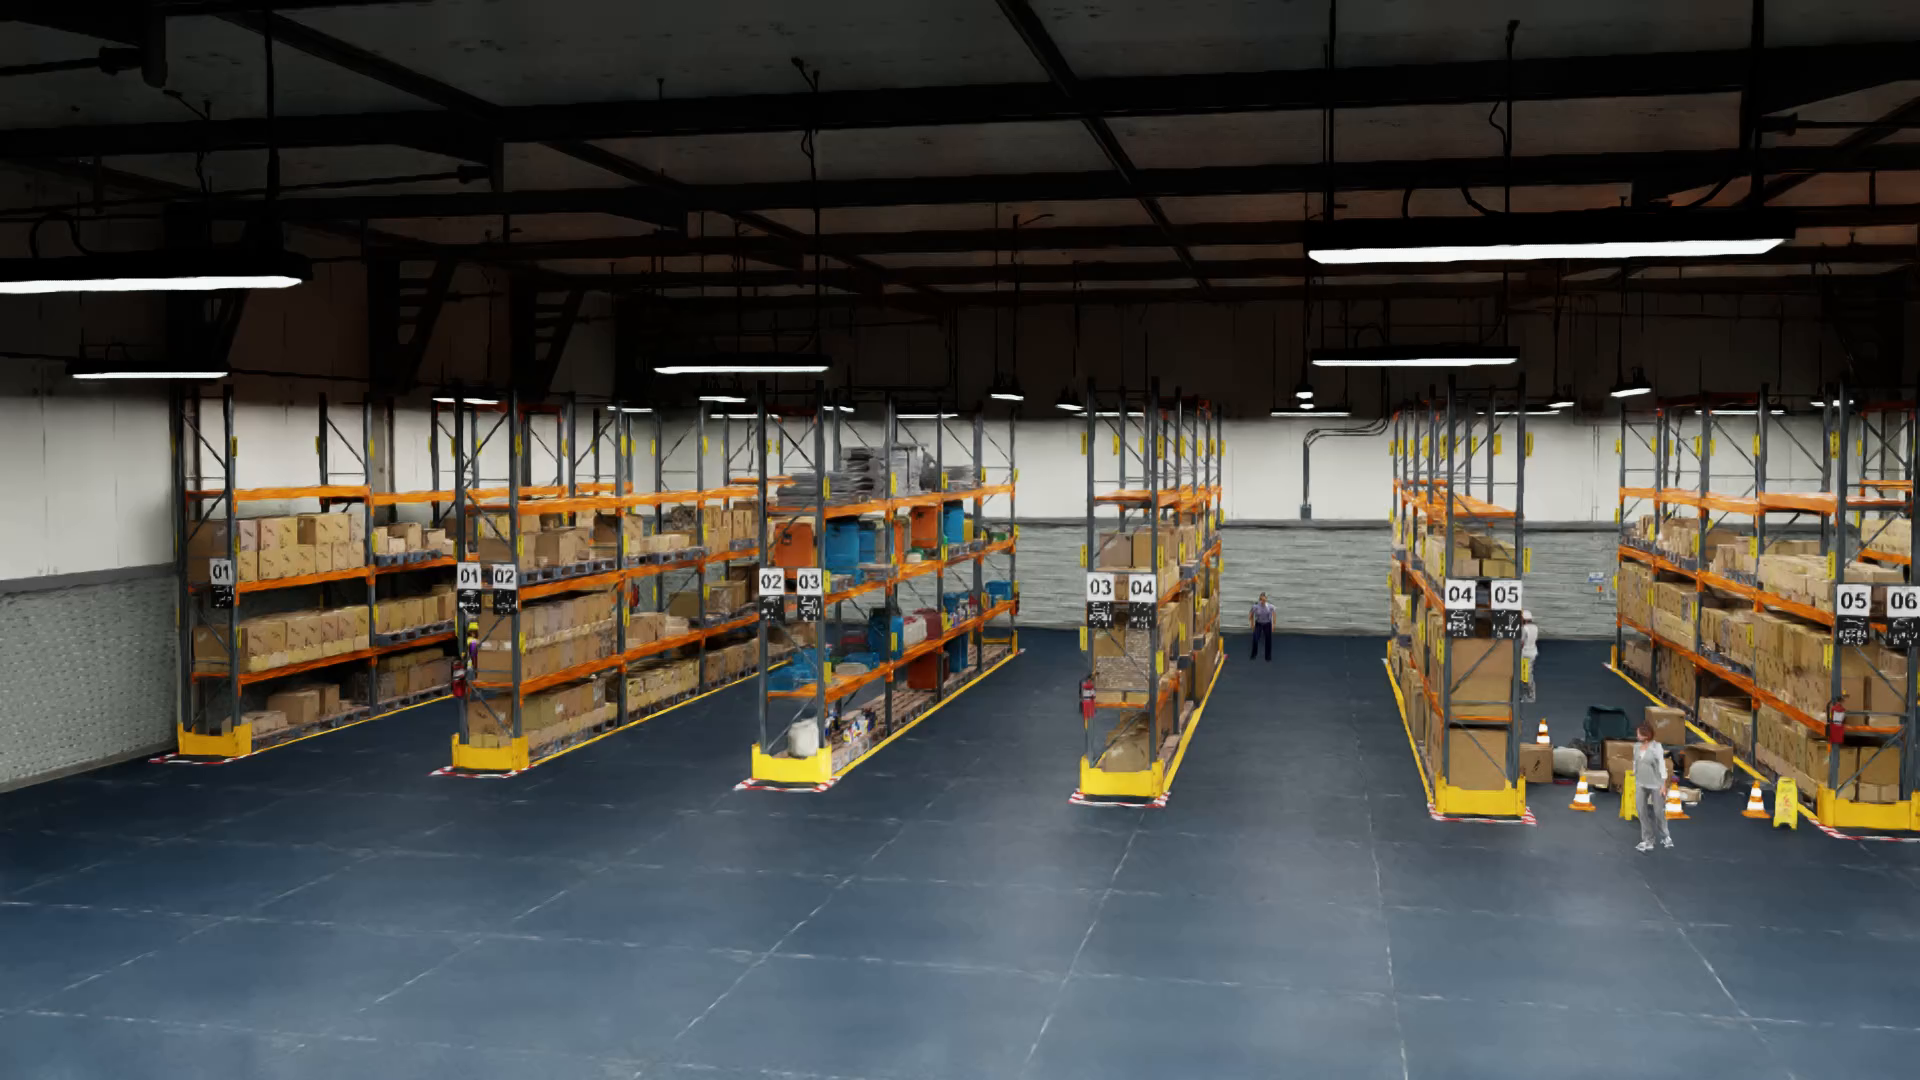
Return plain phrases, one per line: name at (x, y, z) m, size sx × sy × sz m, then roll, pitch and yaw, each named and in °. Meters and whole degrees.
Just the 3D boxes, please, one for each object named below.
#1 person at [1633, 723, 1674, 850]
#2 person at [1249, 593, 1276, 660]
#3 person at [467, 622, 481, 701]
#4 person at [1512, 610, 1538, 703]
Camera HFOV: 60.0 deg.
person at (8.631, 3.055, 20.705) m, size 0.508 × 1.584 × 0.469 m, roll -3°, pitch 4°, yaw -40°
person at (7.116, 2.026, 39.089) m, size 0.625 × 1.596 × 0.510 m, roll 1°, pitch 3°, yaw 10°
person at (-8.880, 2.388, 30.613) m, size 0.452 × 1.768 × 0.632 m, roll -1°, pitch 3°, yaw -19°
person at (11.088, 2.268, 32.633) m, size 0.583 × 1.782 × 0.665 m, roll 3°, pitch 4°, yaw 43°
